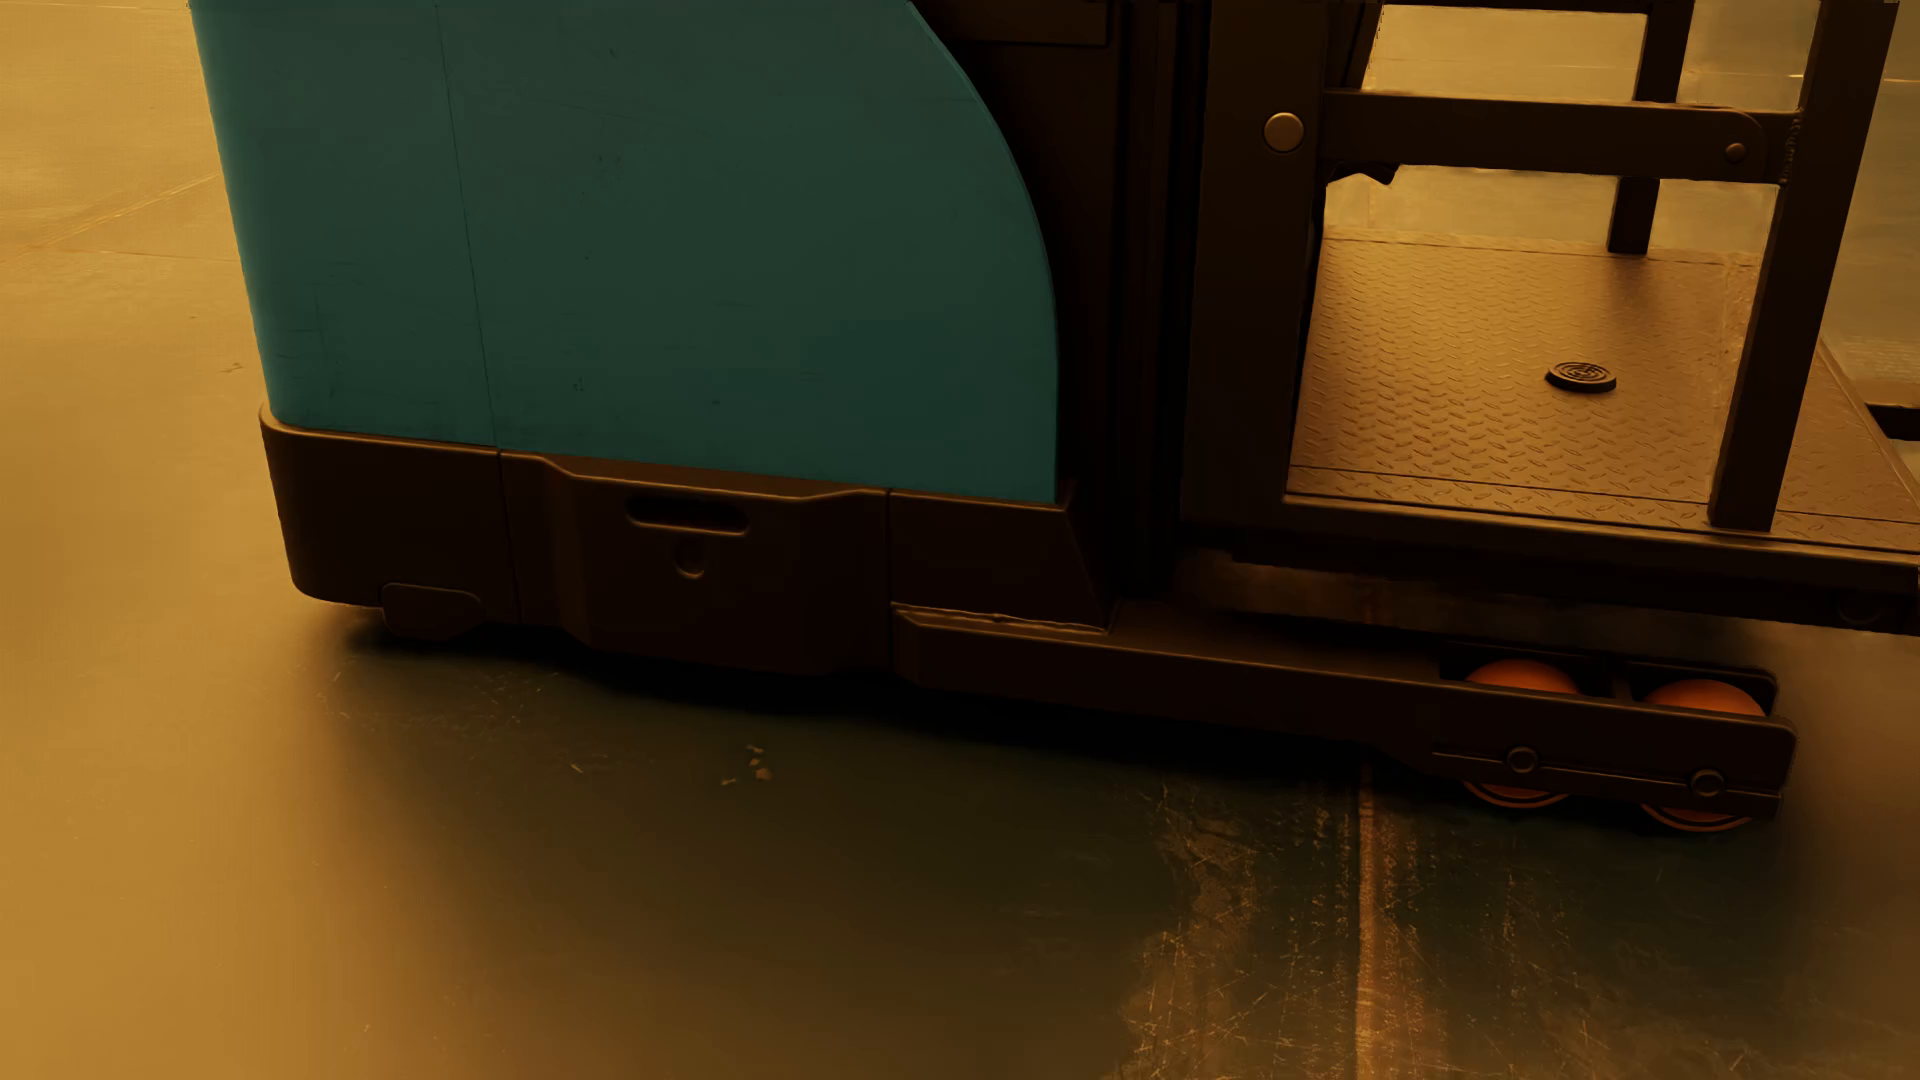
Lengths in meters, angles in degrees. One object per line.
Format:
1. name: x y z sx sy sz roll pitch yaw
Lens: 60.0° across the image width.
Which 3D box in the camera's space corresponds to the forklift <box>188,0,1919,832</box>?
1. forklift: 0.666 -1.247 1.718 3.031 2.935 1.130 6 27 12
